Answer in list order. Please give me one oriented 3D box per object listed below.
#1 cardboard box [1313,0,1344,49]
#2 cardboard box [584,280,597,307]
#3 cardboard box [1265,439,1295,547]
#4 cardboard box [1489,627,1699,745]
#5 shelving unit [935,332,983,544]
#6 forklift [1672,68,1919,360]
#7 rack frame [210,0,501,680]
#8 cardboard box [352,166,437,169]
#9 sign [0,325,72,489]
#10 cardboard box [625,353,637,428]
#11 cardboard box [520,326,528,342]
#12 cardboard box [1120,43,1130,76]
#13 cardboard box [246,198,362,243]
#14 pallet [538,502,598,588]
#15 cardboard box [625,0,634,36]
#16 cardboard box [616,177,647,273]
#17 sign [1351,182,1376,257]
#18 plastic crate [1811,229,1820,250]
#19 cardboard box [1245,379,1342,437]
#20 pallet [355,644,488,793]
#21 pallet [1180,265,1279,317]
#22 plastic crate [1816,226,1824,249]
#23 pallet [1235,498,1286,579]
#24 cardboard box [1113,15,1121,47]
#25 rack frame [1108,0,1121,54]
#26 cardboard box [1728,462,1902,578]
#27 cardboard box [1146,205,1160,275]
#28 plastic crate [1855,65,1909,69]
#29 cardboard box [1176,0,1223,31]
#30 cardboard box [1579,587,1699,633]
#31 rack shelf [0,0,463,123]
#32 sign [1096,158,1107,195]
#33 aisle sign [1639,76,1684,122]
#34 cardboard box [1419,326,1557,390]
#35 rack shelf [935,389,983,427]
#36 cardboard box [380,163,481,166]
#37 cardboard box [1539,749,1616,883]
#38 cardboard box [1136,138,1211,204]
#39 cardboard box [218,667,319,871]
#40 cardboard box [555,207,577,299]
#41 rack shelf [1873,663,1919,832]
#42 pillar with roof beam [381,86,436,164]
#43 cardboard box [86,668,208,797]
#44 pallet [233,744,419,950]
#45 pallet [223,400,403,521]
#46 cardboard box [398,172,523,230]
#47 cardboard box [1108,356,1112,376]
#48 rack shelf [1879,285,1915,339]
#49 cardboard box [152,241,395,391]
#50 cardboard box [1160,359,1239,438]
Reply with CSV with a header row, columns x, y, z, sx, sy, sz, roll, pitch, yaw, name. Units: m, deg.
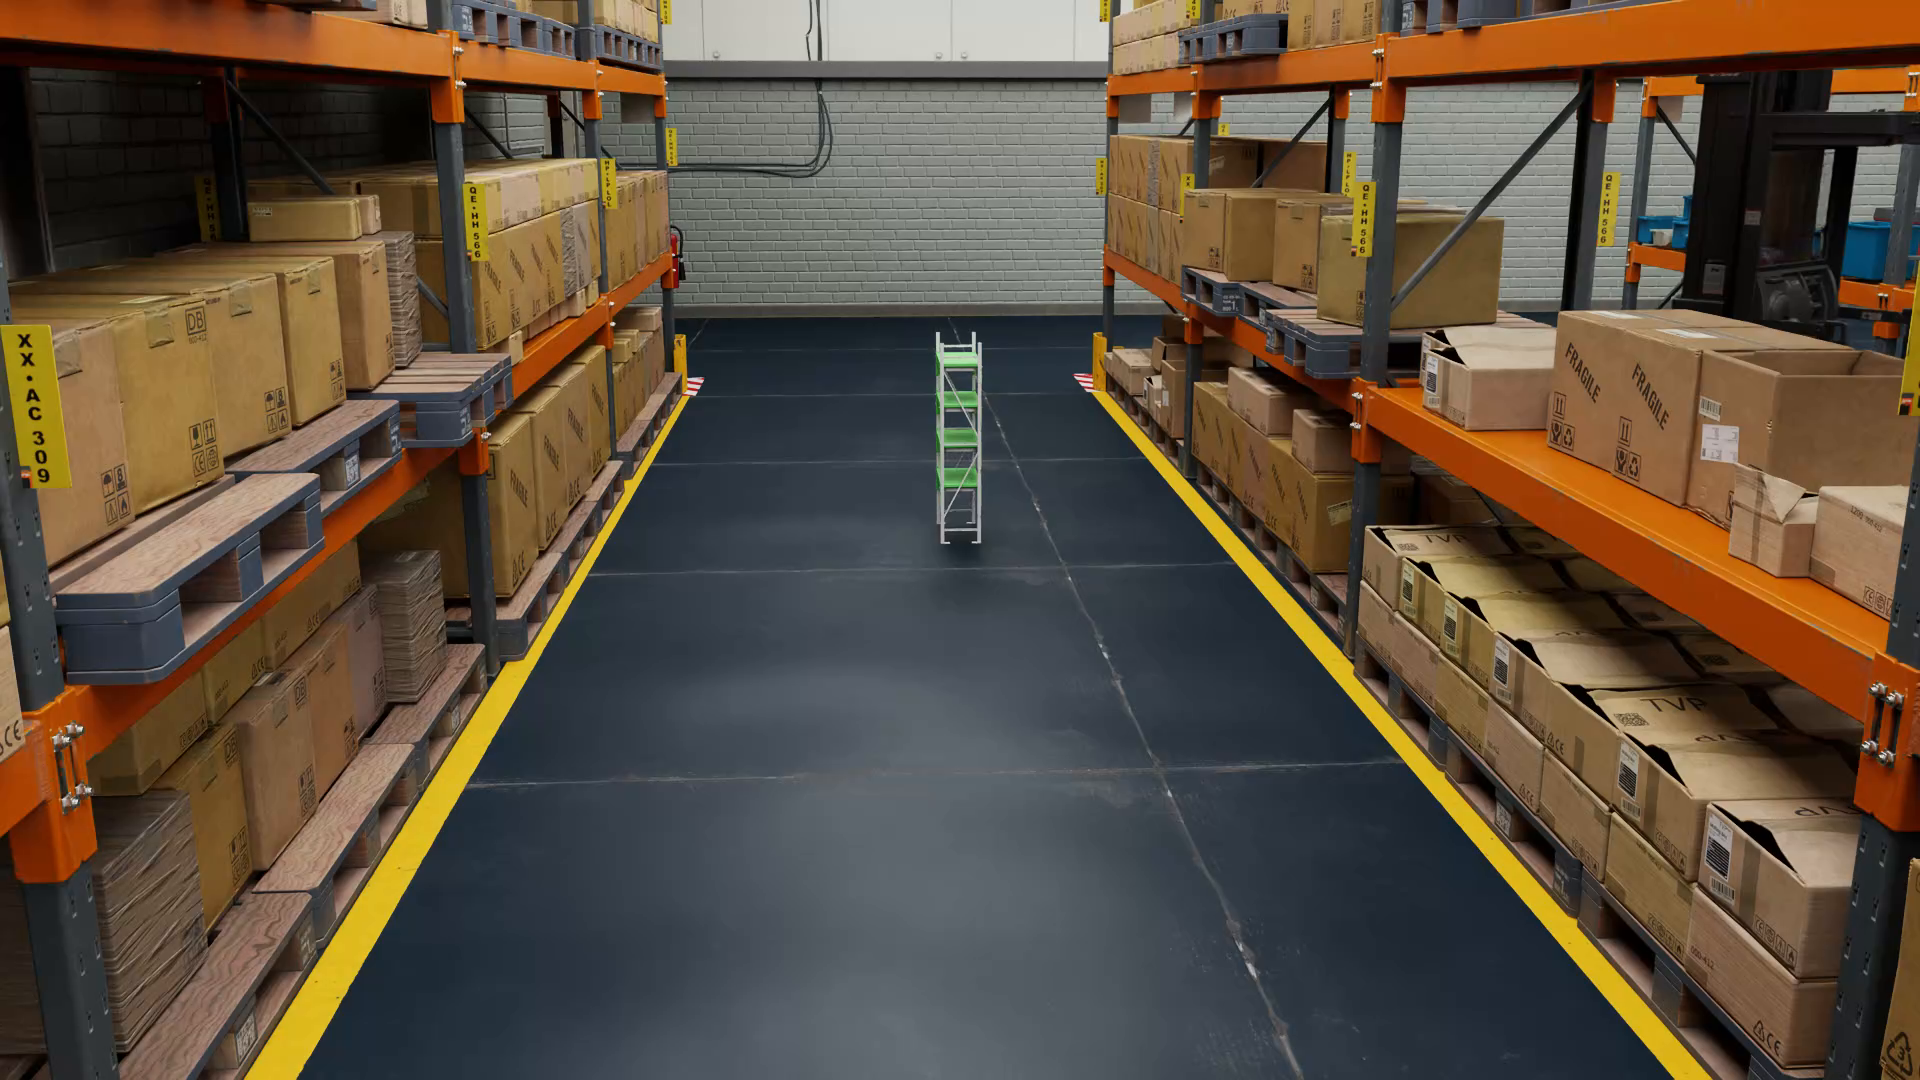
x,y,z,sx,sy,sz,roll,pitch,yaw,name
2.234,-2.640,8.048,0.910,0.500,0.500,-1,14,-3,cardboard box
-2.523,-1.568,10.563,0.380,0.149,0.250,-1,14,-2,cardboard box
2.003,-0.264,9.168,0.500,0.500,0.500,-1,14,-5,cardboard box
2.169,0.472,5.721,0.500,0.311,0.500,-1,14,-4,cardboard box
-0.010,-0.622,10.037,0.258,1.200,0.503,-1,14,-3,shelving unit
5.142,-1.456,9.803,1.130,2.935,3.031,-11,18,-37,forklift
-2.617,-0.827,7.220,1.000,3.000,0.127,-1,14,-3,rack frame
-2.994,-1.884,8.987,0.500,0.250,0.500,-1,14,-5,cardboard box
-1.829,-0.262,3.286,0.100,0.325,0.005,-1,14,-3,sign
-2.837,-1.127,12.561,0.700,0.500,0.500,-1,14,-4,cardboard box
-2.514,-1.120,8.823,0.380,0.149,0.250,-1,14,-3,cardboard box
1.627,-4.018,13.903,0.500,0.250,0.500,-1,14,-3,cardboard box
-2.531,-1.237,6.431,0.380,0.149,0.250,-3,15,-13,cardboard box
-2.664,0.024,9.511,1.003,0.211,1.213,-1,14,-3,pallet
-2.701,-3.884,12.339,0.500,0.250,0.500,-1,14,-5,cardboard box
-2.977,-2.465,12.983,0.980,0.700,0.700,-2,15,-6,cardboard box
1.785,-1.416,7.345,0.100,0.325,0.005,-1,14,-3,sign
7.158,-2.411,13.591,0.416,0.233,0.300,-1,14,-3,plastic crate
1.959,-0.767,9.617,0.500,0.250,0.500,-1,14,-4,cardboard box
-2.571,0.718,6.812,1.003,0.211,1.213,-1,14,-3,pallet
2.019,-1.606,10.633,1.003,0.211,1.213,-1,14,-3,pallet
7.112,-2.329,13.176,0.437,0.282,0.530,-1,14,-3,plastic crate
2.245,-0.043,9.769,1.003,0.211,1.213,-1,14,-3,pallet
1.603,-4.384,14.324,0.500,0.250,0.500,-1,14,-3,cardboard box
1.831,-5.799,14.506,1.000,3.000,0.127,-1,14,-3,rack frame
2.337,-0.060,4.510,0.396,0.266,0.258,-1,14,-5,cardboard box
1.724,-2.324,12.838,0.500,0.500,0.500,-1,14,-2,cardboard box
6.695,-3.425,11.725,0.450,0.188,0.662,-1,14,-3,plastic crate
1.778,-3.638,11.424,0.500,0.250,0.500,-1,14,-3,cardboard box
2.672,0.334,6.260,0.500,0.311,0.500,-1,14,-4,cardboard box
-2.494,-1.434,5.003,1.077,0.370,4.000,-1,14,-3,rack shelf
1.289,-3.305,15.113,0.100,0.325,0.005,-1,14,-3,sign
6.474,-4.242,15.275,0.394,0.787,0.004,-1,14,-3,aisle sign
2.305,-0.770,7.178,0.500,0.311,0.500,0,14,0,cardboard box
-0.010,-0.793,9.993,0.258,0.148,0.480,-1,14,-3,rack shelf
-3.022,-2.014,9.492,0.500,0.250,0.500,-1,14,-5,cardboard box
2.198,0.867,5.312,0.500,0.250,0.500,-1,14,-2,cardboard box
1.694,-2.931,13.193,0.500,0.500,0.500,-1,14,-4,cardboard box
-2.505,0.727,5.313,0.700,0.500,0.500,-1,14,-3,cardboard box
-2.521,-1.661,9.625,0.500,0.500,0.500,-1,14,-3,cardboard box
2.698,0.936,1.811,1.077,0.370,4.000,-1,14,-3,rack shelf
0.525,-4.954,11.222,9.100,9.000,0.400,-1,14,-3,pillar with roof beam
-2.463,0.510,4.653,0.500,0.250,0.500,-1,14,-5,cardboard box
-2.498,1.021,5.636,1.003,0.211,1.213,-1,14,-3,pallet
-2.454,-0.242,5.333,1.003,0.211,1.213,-1,14,-3,pallet
-2.422,-1.643,8.049,0.500,0.250,0.500,-1,14,-4,cardboard box
1.529,-1.563,14.885,0.380,0.166,0.250,-1,14,-3,cardboard box
7.147,-1.129,9.838,1.077,0.370,4.000,-1,14,-3,rack shelf
-2.517,-0.833,6.161,0.700,0.500,0.500,-2,15,-9,cardboard box
1.760,-1.039,12.178,0.500,0.500,0.500,-1,14,-3,cardboard box
